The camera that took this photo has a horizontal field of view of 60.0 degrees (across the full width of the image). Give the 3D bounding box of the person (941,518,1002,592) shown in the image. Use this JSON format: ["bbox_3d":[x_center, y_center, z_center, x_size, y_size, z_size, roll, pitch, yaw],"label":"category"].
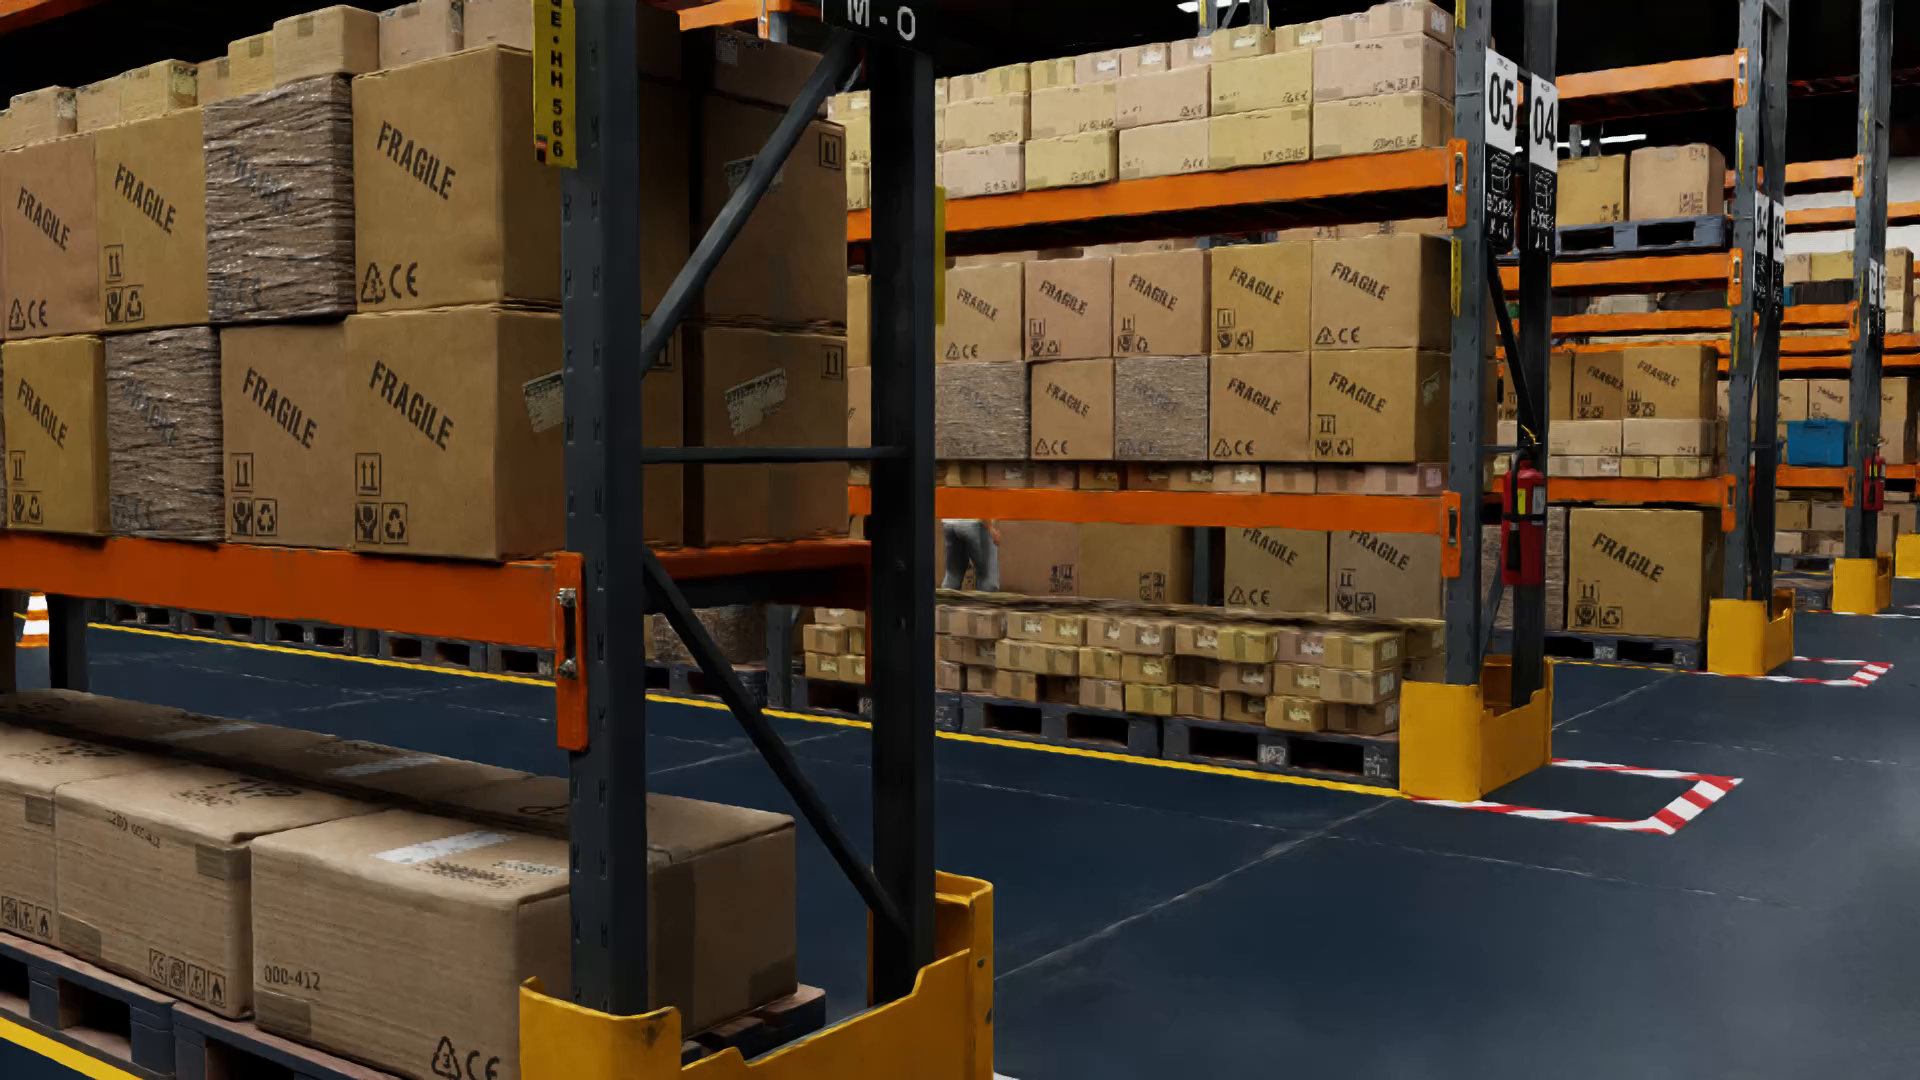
[{"bbox_3d":[0.153,-0.078,13.188,0.589,1.658,0.662,-2,4,-32],"label":"person"}]
